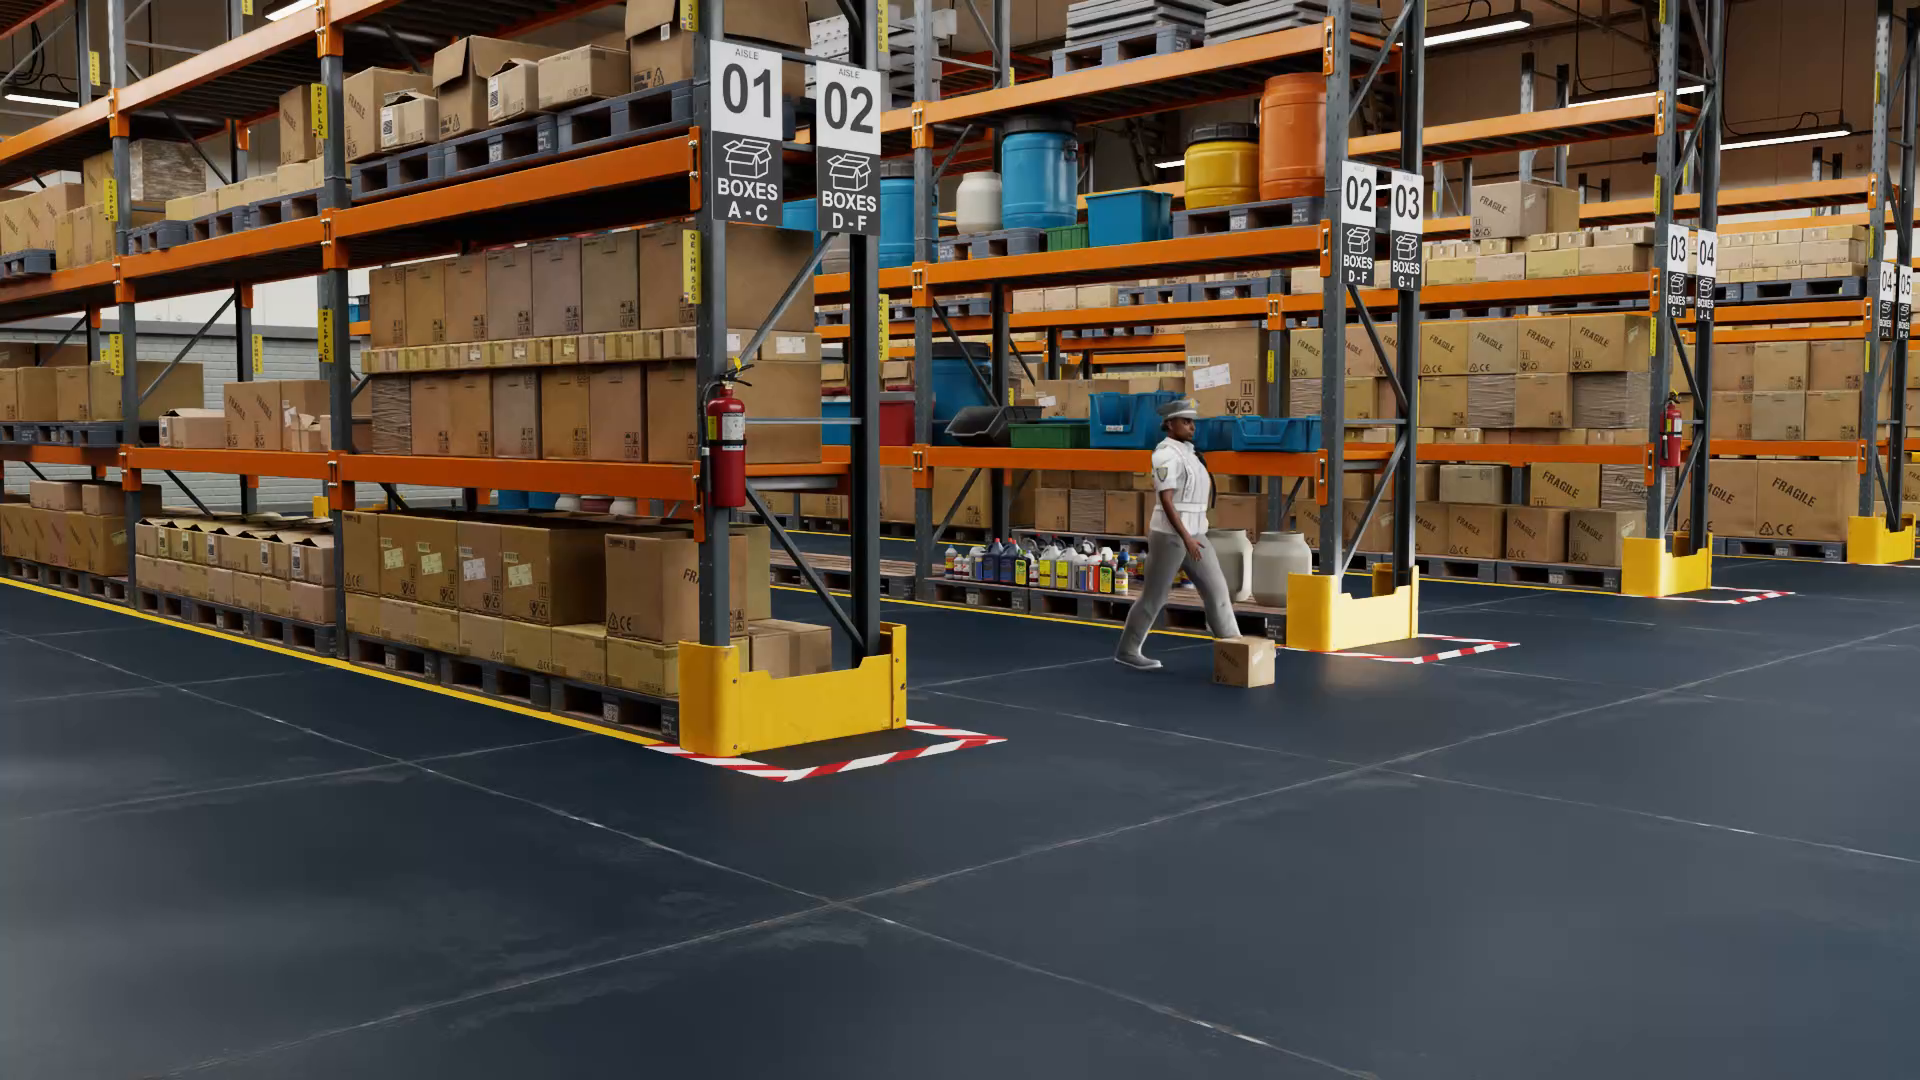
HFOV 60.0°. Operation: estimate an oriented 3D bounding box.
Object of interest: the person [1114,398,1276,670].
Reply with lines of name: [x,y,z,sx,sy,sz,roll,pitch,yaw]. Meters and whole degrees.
person: [1.380,-0.024,9.856,0.950,1.628,0.472,3,5,36]
